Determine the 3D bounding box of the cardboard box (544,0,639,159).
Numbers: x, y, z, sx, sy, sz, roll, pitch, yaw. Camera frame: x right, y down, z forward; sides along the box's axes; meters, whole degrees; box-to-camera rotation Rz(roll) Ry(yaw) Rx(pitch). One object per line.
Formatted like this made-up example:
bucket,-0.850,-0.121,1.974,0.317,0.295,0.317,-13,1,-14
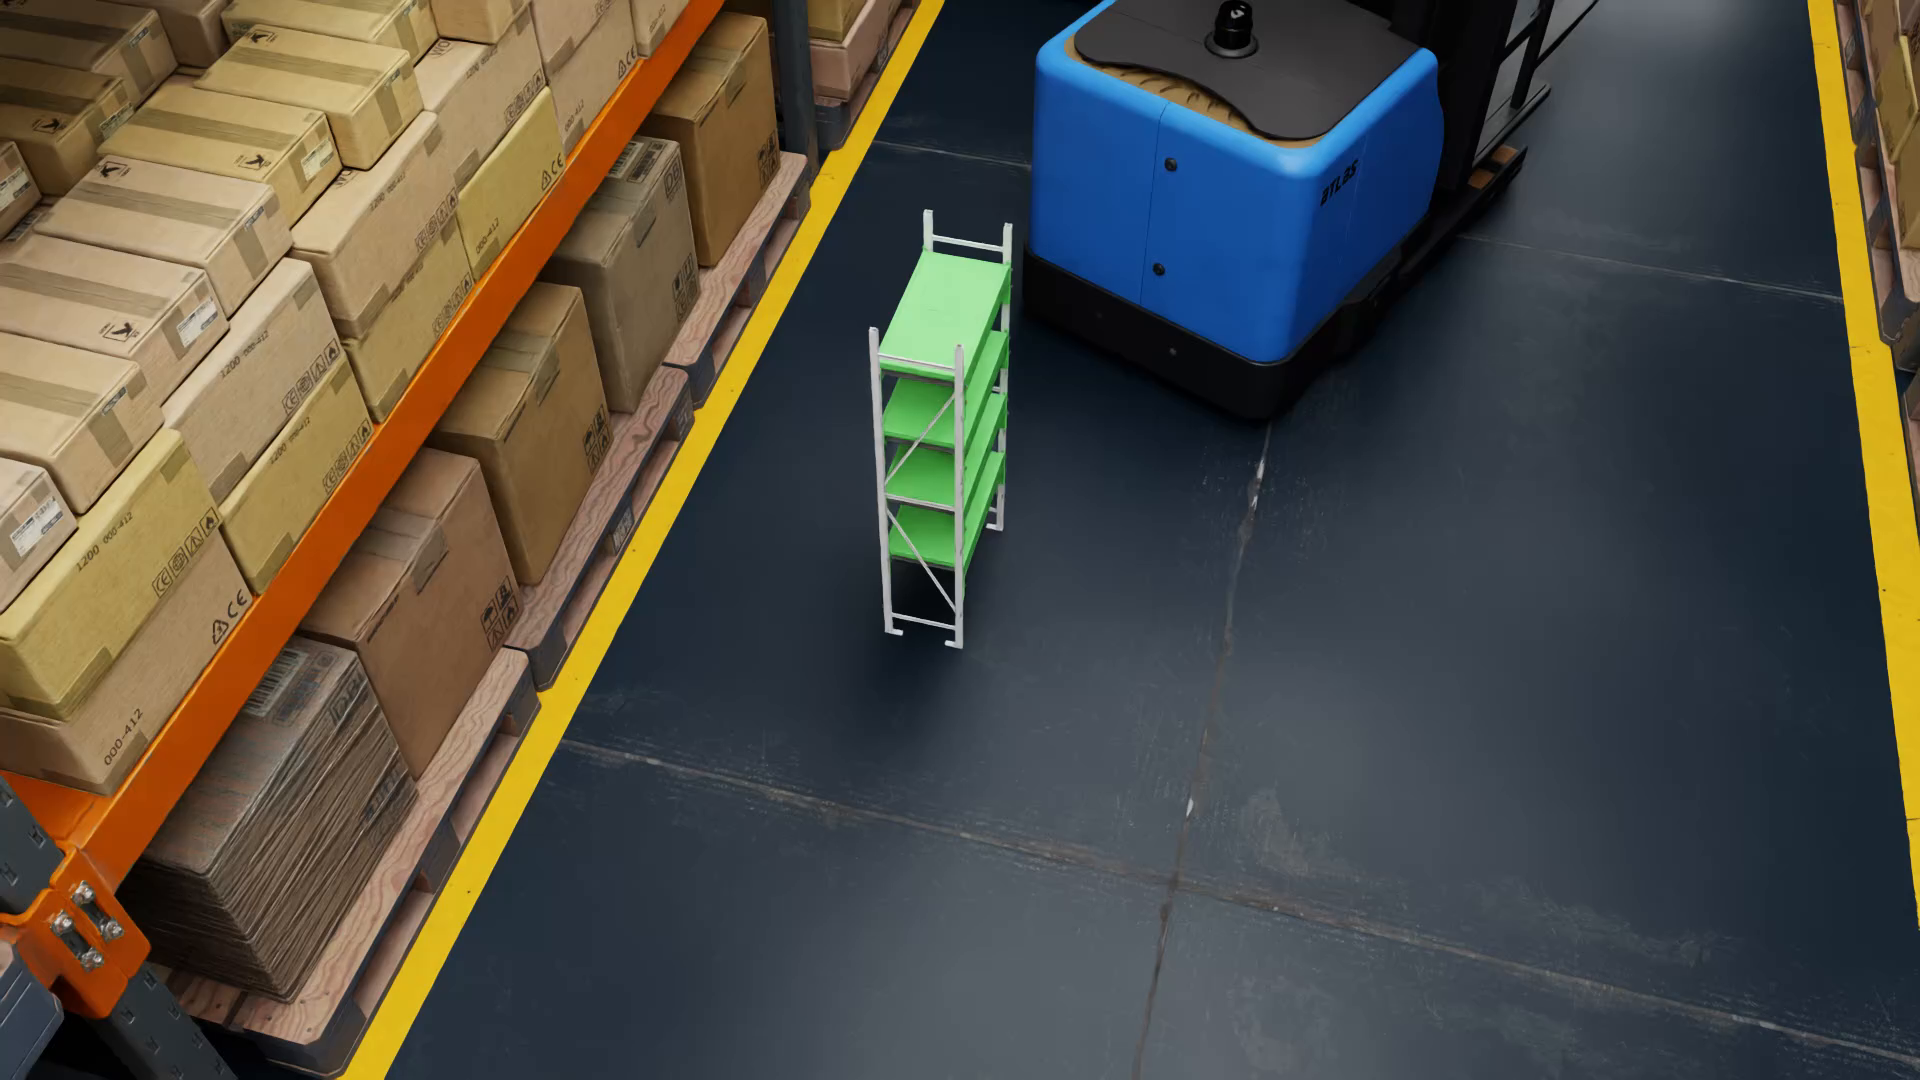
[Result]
cardboard box,-1.216,-1.315,4.510,0.500,0.250,0.500,12,50,10

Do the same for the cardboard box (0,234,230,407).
cardboard box,-1.622,-0.410,3.112,0.380,0.149,0.250,13,50,11

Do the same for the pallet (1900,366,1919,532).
pallet,3.537,-0.036,5.141,1.003,0.211,1.213,12,50,10

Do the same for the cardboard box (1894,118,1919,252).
cardboard box,3.637,-1.232,5.890,0.500,0.250,0.500,14,50,12

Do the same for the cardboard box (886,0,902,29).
cardboard box,-0.483,-2.383,6.906,0.500,0.250,0.500,11,49,9

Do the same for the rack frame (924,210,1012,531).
rack frame,0.021,-0.454,4.850,0.240,1.200,0.015,12,50,10

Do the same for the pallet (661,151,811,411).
pallet,-1.205,-1.035,6.023,1.003,0.211,1.213,12,50,10

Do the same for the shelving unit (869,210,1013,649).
shelving unit,-0.044,-0.277,4.694,0.258,1.200,0.503,12,50,10

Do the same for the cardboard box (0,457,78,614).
cardboard box,-1.733,-0.026,2.773,0.380,0.149,0.250,13,50,11

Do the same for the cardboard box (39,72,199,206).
cardboard box,-1.984,-0.833,3.751,0.500,0.250,0.500,11,50,10

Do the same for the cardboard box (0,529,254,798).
cardboard box,-1.749,0.171,3.198,0.500,0.250,0.500,12,50,10

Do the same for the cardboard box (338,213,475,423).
cardboard box,-1.483,-0.565,3.848,0.500,0.250,0.500,10,49,9

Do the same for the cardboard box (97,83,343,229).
cardboard box,-1.528,-0.789,3.446,0.380,0.149,0.250,12,50,10

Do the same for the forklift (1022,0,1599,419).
forklift,1.525,-2.425,5.436,1.130,2.935,3.031,30,55,24

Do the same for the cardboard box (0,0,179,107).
cardboard box,-1.997,-1.077,3.701,0.380,0.149,0.250,11,49,9

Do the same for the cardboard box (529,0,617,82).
cardboard box,-1.200,-1.467,4.310,0.500,0.250,0.500,12,50,11

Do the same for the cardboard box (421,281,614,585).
cardboard box,-1.583,-0.368,4.878,0.875,0.625,0.625,10,49,8

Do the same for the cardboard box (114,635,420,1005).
cardboard box,-1.924,0.593,4.030,0.875,0.625,0.625,13,50,11

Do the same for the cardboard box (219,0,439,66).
cardboard box,-1.429,-1.168,3.781,0.380,0.149,0.250,12,50,10

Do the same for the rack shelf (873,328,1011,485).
rack shelf,-0.044,-0.394,4.562,0.258,0.148,0.480,12,50,10

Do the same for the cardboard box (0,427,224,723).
cardboard box,-1.725,0.011,3.006,0.500,0.250,0.500,12,50,10

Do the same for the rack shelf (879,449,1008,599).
rack shelf,-0.044,-0.076,4.922,0.258,0.148,0.480,12,50,10

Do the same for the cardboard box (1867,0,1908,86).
cardboard box,3.906,-1.986,6.556,0.500,0.250,0.500,12,50,11

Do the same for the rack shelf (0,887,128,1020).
rack shelf,-2.628,2.079,1.894,1.077,0.370,4.000,12,50,10

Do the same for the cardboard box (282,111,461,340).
cardboard box,-1.461,-0.731,3.661,0.500,0.250,0.500,10,49,9

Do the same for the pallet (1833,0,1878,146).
pallet,4.203,-1.977,6.854,1.003,0.211,1.213,12,50,10

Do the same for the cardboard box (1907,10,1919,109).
cardboard box,3.770,-1.848,5.934,0.500,0.500,0.500,12,50,11

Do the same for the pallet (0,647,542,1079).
pallet,-1.847,0.730,4.465,1.003,0.211,1.213,12,50,10

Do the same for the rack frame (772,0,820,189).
rack frame,-1.049,-2.499,5.455,1.000,3.000,0.127,12,50,10

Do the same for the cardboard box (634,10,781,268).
cardboard box,-1.175,-1.472,5.852,0.875,0.625,0.625,14,50,12

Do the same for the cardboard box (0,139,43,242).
cardboard box,-2.126,-0.706,3.373,0.380,0.149,0.250,11,49,9
